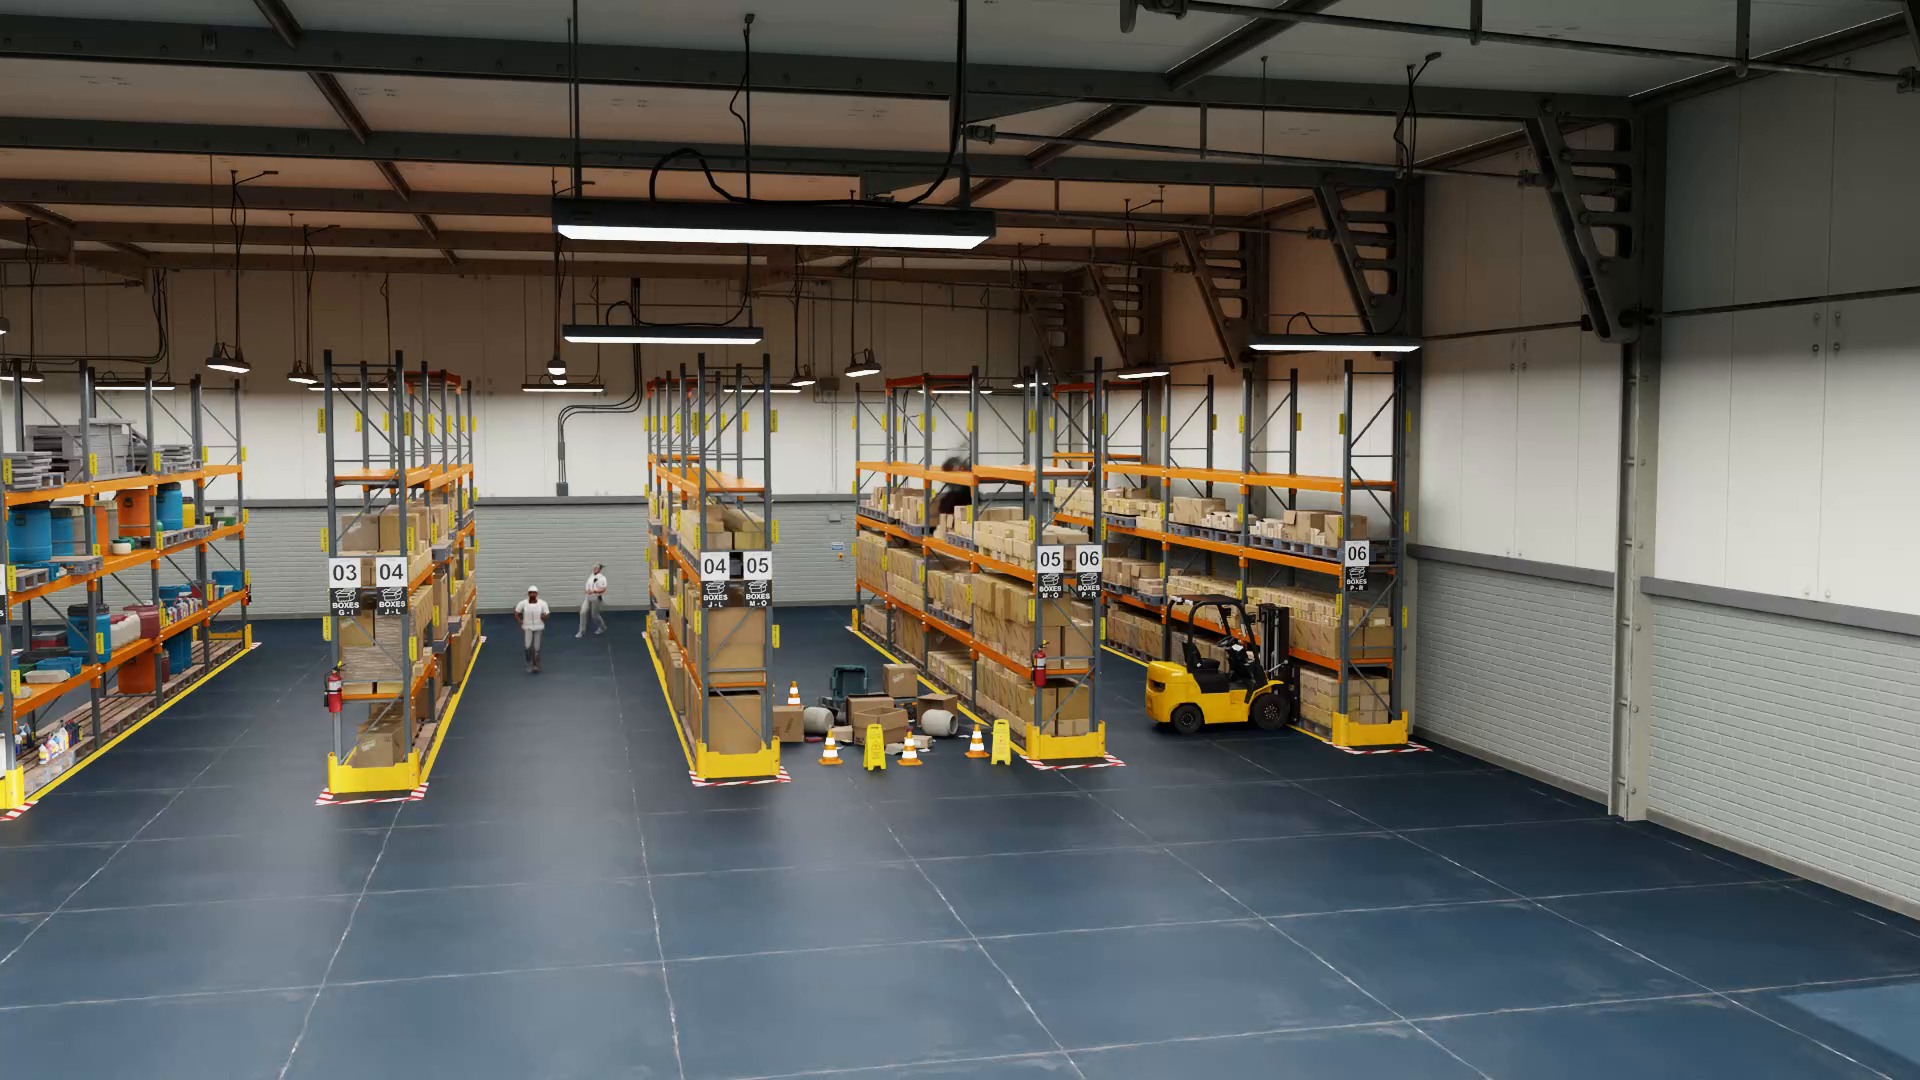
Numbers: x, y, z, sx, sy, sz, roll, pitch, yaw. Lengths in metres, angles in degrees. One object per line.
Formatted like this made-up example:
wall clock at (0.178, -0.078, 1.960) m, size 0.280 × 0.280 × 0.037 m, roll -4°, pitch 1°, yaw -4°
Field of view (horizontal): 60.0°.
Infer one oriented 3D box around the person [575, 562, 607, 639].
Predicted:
person at (-8.595, 1.400, 39.047) m, size 0.686 × 1.772 × 0.913 m, roll 3°, pitch 5°, yaw 34°

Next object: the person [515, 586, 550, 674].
person at (-8.567, 1.811, 33.345) m, size 0.679 × 1.773 × 0.652 m, roll -1°, pitch 4°, yaw -17°
